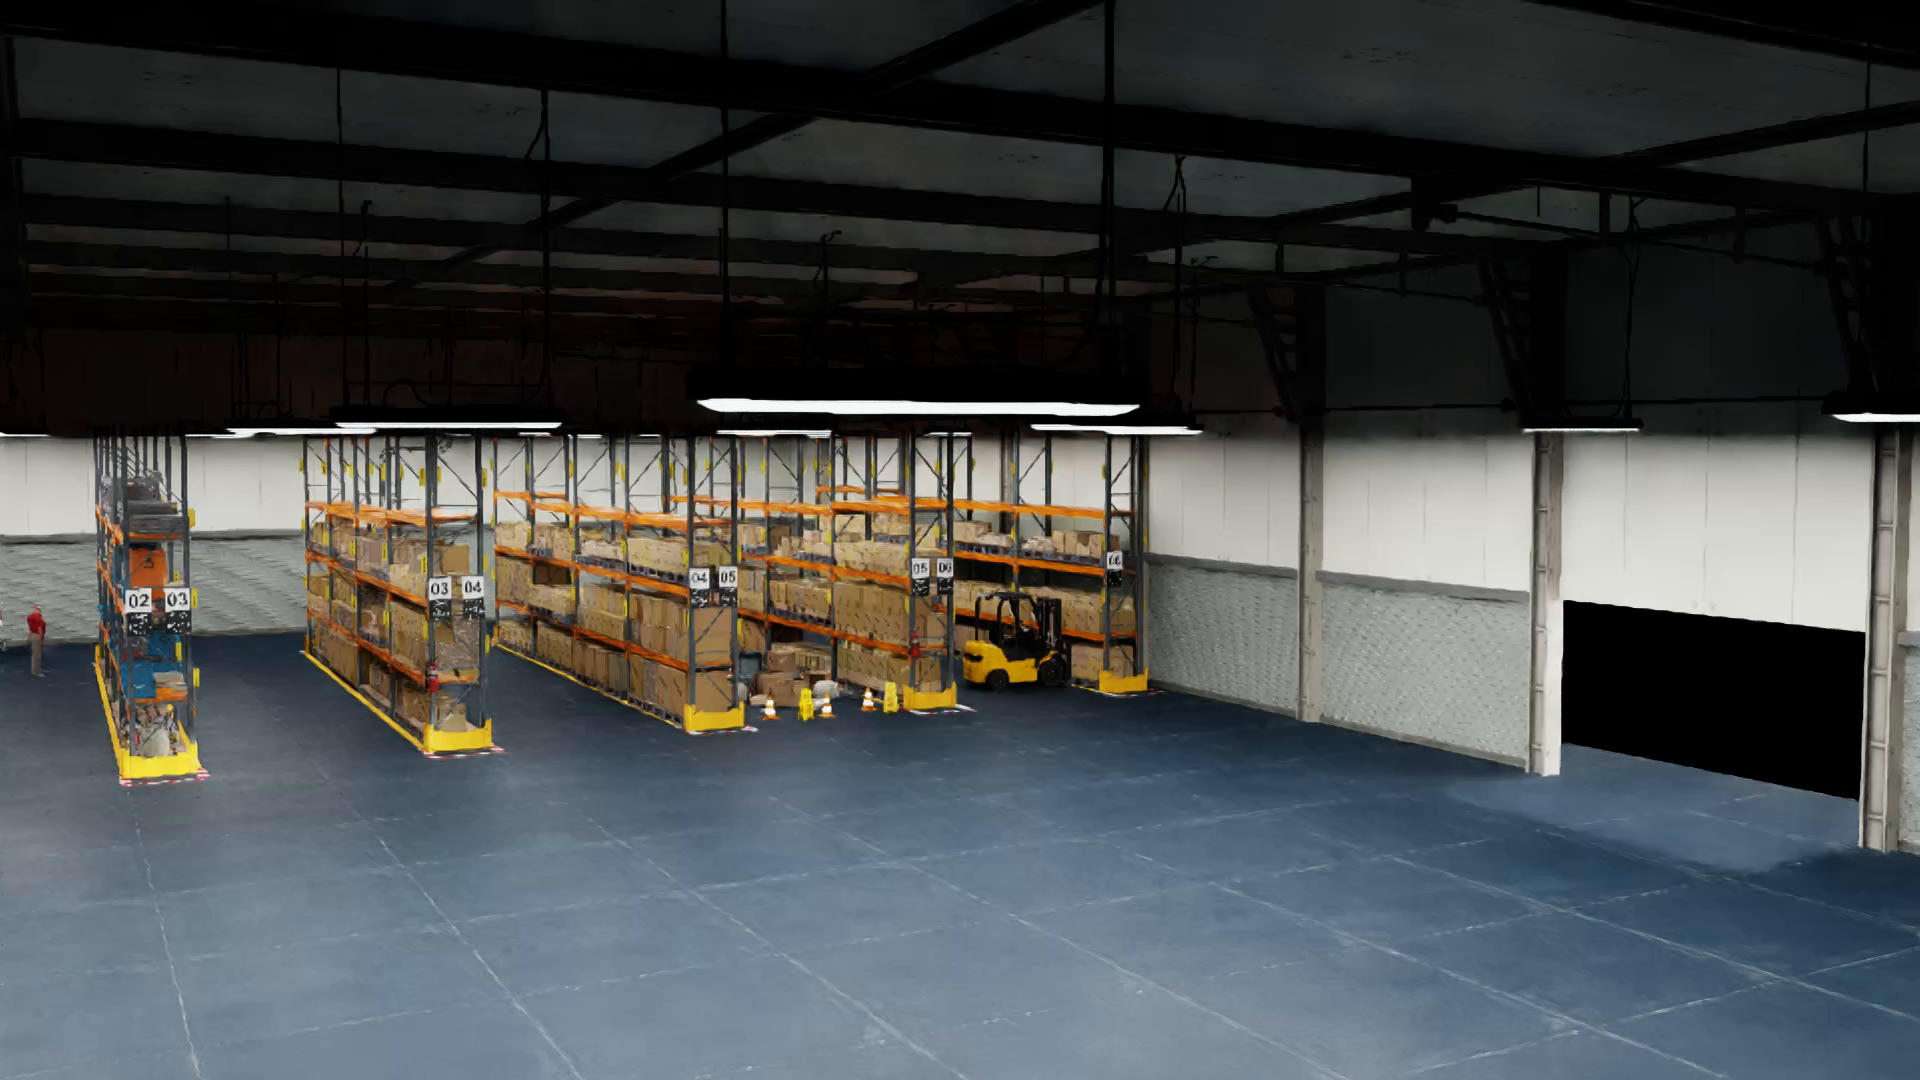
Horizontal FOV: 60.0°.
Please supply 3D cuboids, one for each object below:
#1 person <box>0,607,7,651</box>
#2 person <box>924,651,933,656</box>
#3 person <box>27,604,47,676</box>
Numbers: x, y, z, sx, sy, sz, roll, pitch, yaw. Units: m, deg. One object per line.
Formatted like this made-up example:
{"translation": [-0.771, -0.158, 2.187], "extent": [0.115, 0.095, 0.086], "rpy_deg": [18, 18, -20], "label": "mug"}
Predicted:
{"translation": [-25.664, 2.170, 44.113], "extent": [0.600, 1.778, 0.572], "rpy_deg": [0, 3, 7], "label": "person"}
{"translation": [-0.780, 2.534, 39.291], "extent": [0.449, 1.599, 0.467], "rpy_deg": [0, 3, 2], "label": "person"}
{"translation": [-22.314, 2.405, 40.275], "extent": [0.625, 1.738, 0.476], "rpy_deg": [3, 4, 39], "label": "person"}
